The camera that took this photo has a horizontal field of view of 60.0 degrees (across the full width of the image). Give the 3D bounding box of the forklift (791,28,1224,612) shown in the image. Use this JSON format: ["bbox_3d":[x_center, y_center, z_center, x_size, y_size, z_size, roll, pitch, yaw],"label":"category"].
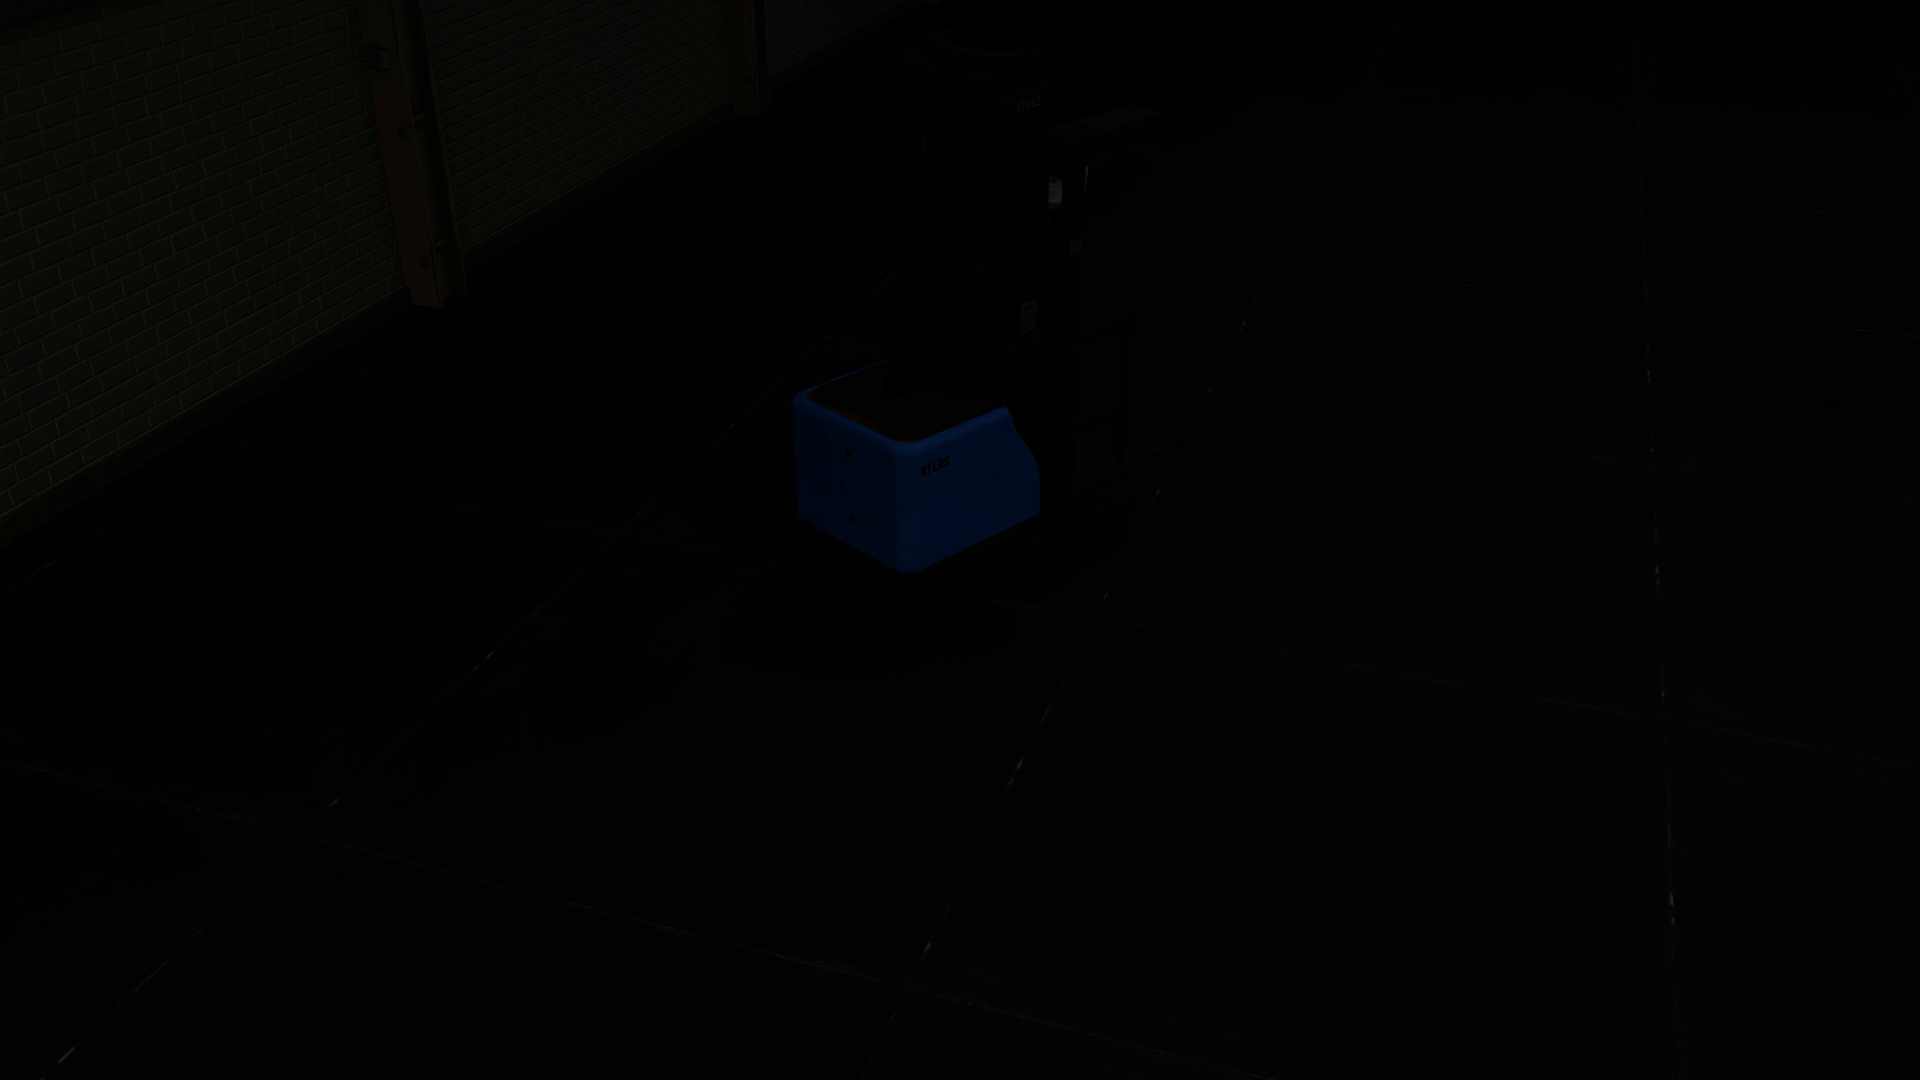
[{"bbox_3d":[0.440,-1.496,9.761,3.031,2.935,1.130,-25,38,-37],"label":"forklift"}]

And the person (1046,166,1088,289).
[{"bbox_3d":[0.707,-2.698,13.075,0.572,1.680,0.497,-8,31,-14],"label":"person"}]
